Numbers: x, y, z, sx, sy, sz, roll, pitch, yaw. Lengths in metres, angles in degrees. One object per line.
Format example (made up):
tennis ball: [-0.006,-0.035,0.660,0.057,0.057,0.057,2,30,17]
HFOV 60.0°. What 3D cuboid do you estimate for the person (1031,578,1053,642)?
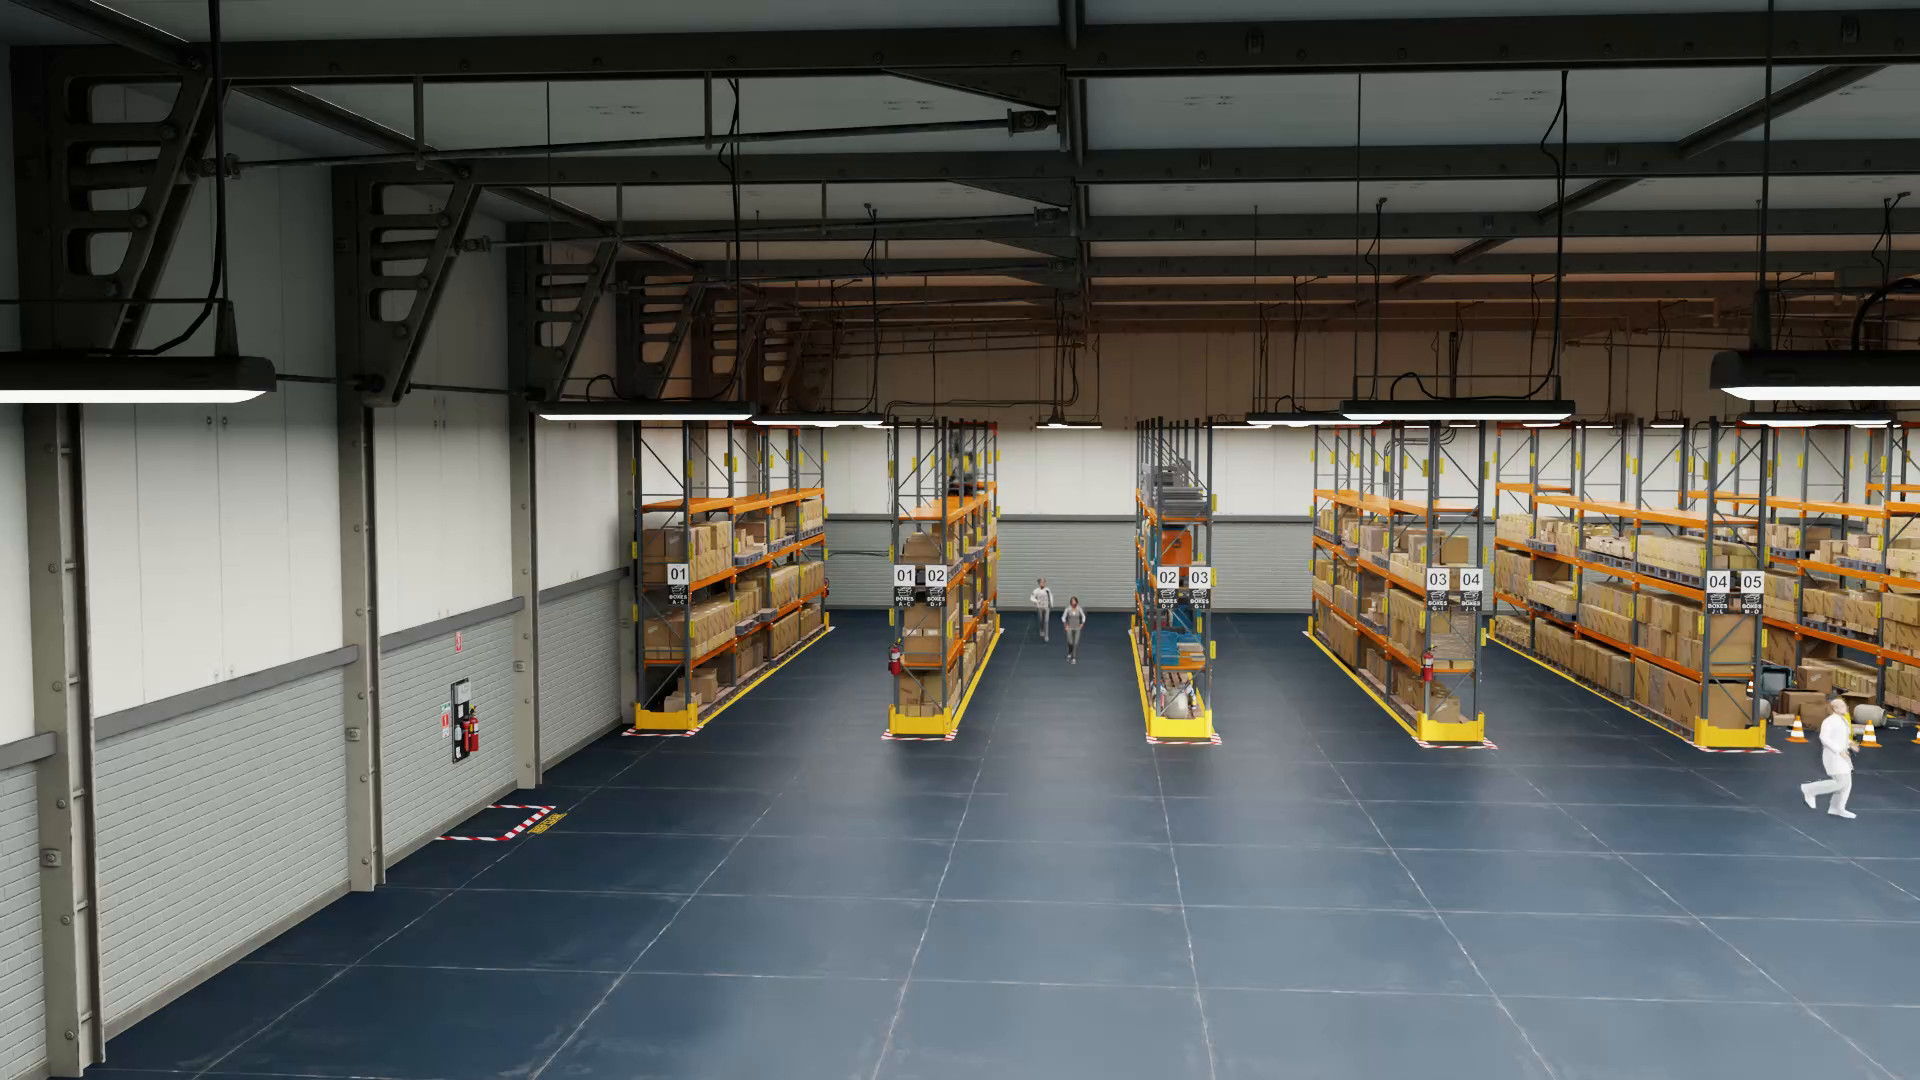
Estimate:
person: [2.253,1.886,45.589,0.637,1.704,0.930,0,4,-7]

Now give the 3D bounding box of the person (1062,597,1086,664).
person: [2.675,2.117,38.953,0.554,1.566,0.495,0,4,-1]

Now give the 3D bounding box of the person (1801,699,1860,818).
person: [13.025,3.236,24.852,0.718,1.757,0.711,3,5,42]
